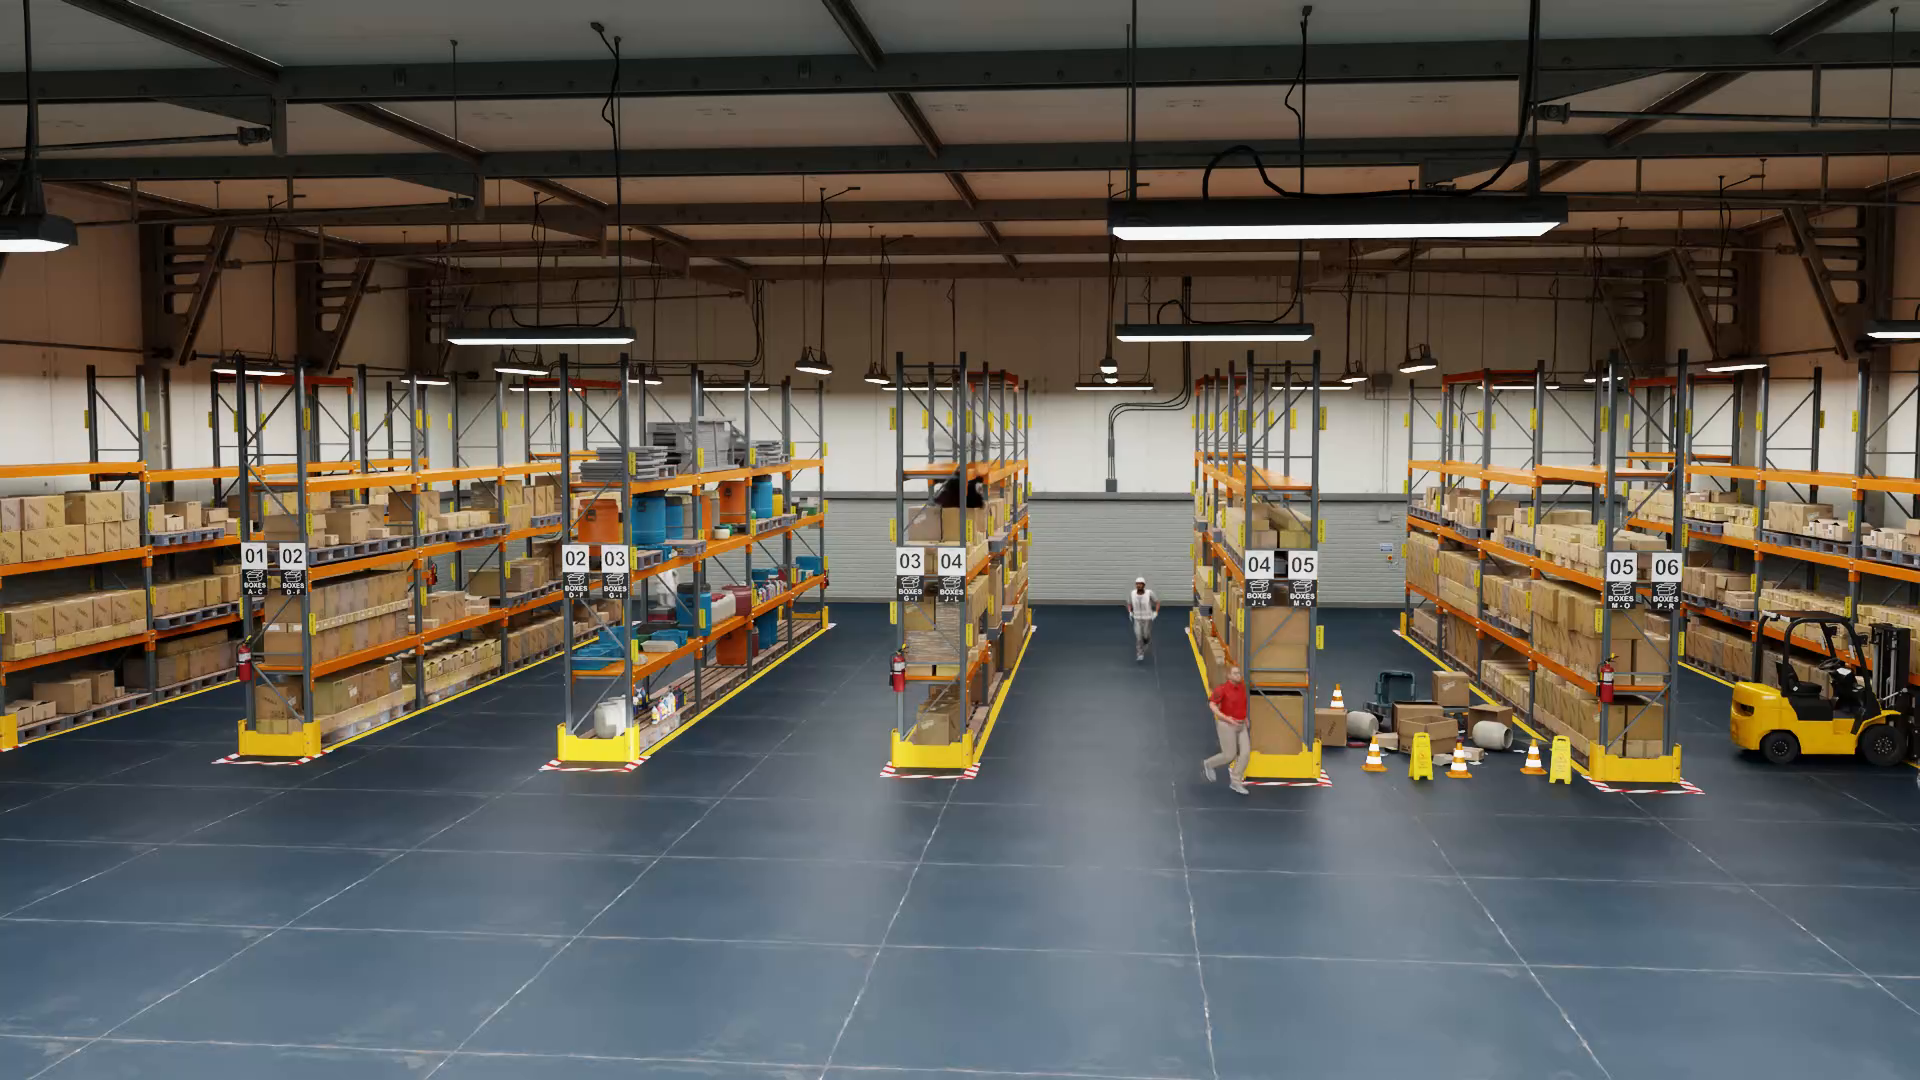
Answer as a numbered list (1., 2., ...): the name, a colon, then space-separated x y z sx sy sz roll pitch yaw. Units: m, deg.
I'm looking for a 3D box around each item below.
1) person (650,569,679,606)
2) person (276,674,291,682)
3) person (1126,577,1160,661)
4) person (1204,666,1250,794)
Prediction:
1. person: -7.078 1.271 39.830 0.647 1.810 0.873 0 4 -2
2. person: -11.935 2.063 29.469 0.624 1.669 0.856 0 4 -2
3. person: 3.840 1.654 34.922 0.691 1.757 0.666 1 4 15
4. person: 3.660 2.560 22.630 0.680 1.729 0.711 -3 5 -36
